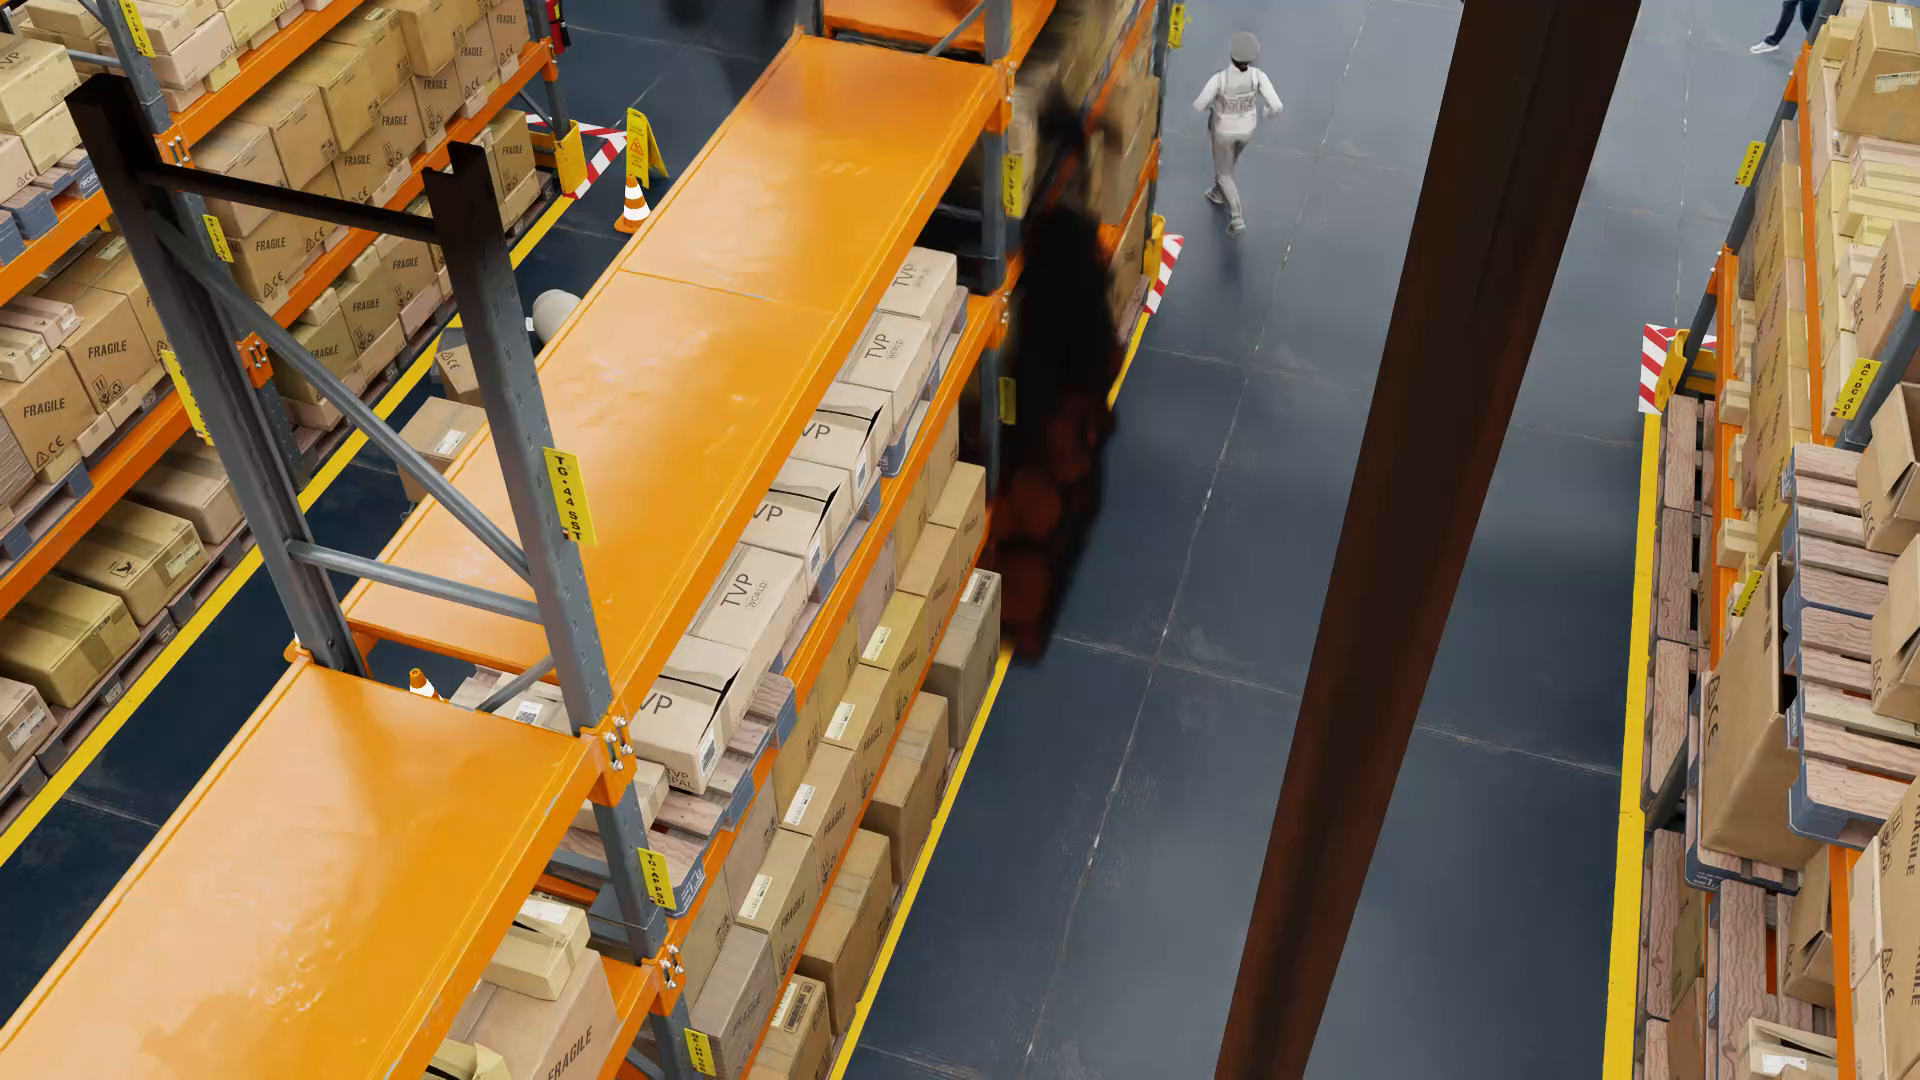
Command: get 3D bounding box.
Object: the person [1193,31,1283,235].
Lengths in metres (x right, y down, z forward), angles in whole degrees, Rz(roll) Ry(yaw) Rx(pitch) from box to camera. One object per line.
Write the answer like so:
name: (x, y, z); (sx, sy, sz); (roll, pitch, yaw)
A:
person: (2.121, -3.215, 13.082); (0.641, 1.710, 0.858); (-11, 47, -10)

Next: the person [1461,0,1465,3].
person: (4.533, -4.456, 14.264); (0.668, 1.815, 0.834); (-29, 52, -25)

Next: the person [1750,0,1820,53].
person: (7.655, -4.947, 14.844); (0.768, 1.640, 0.528); (35, 55, 29)
